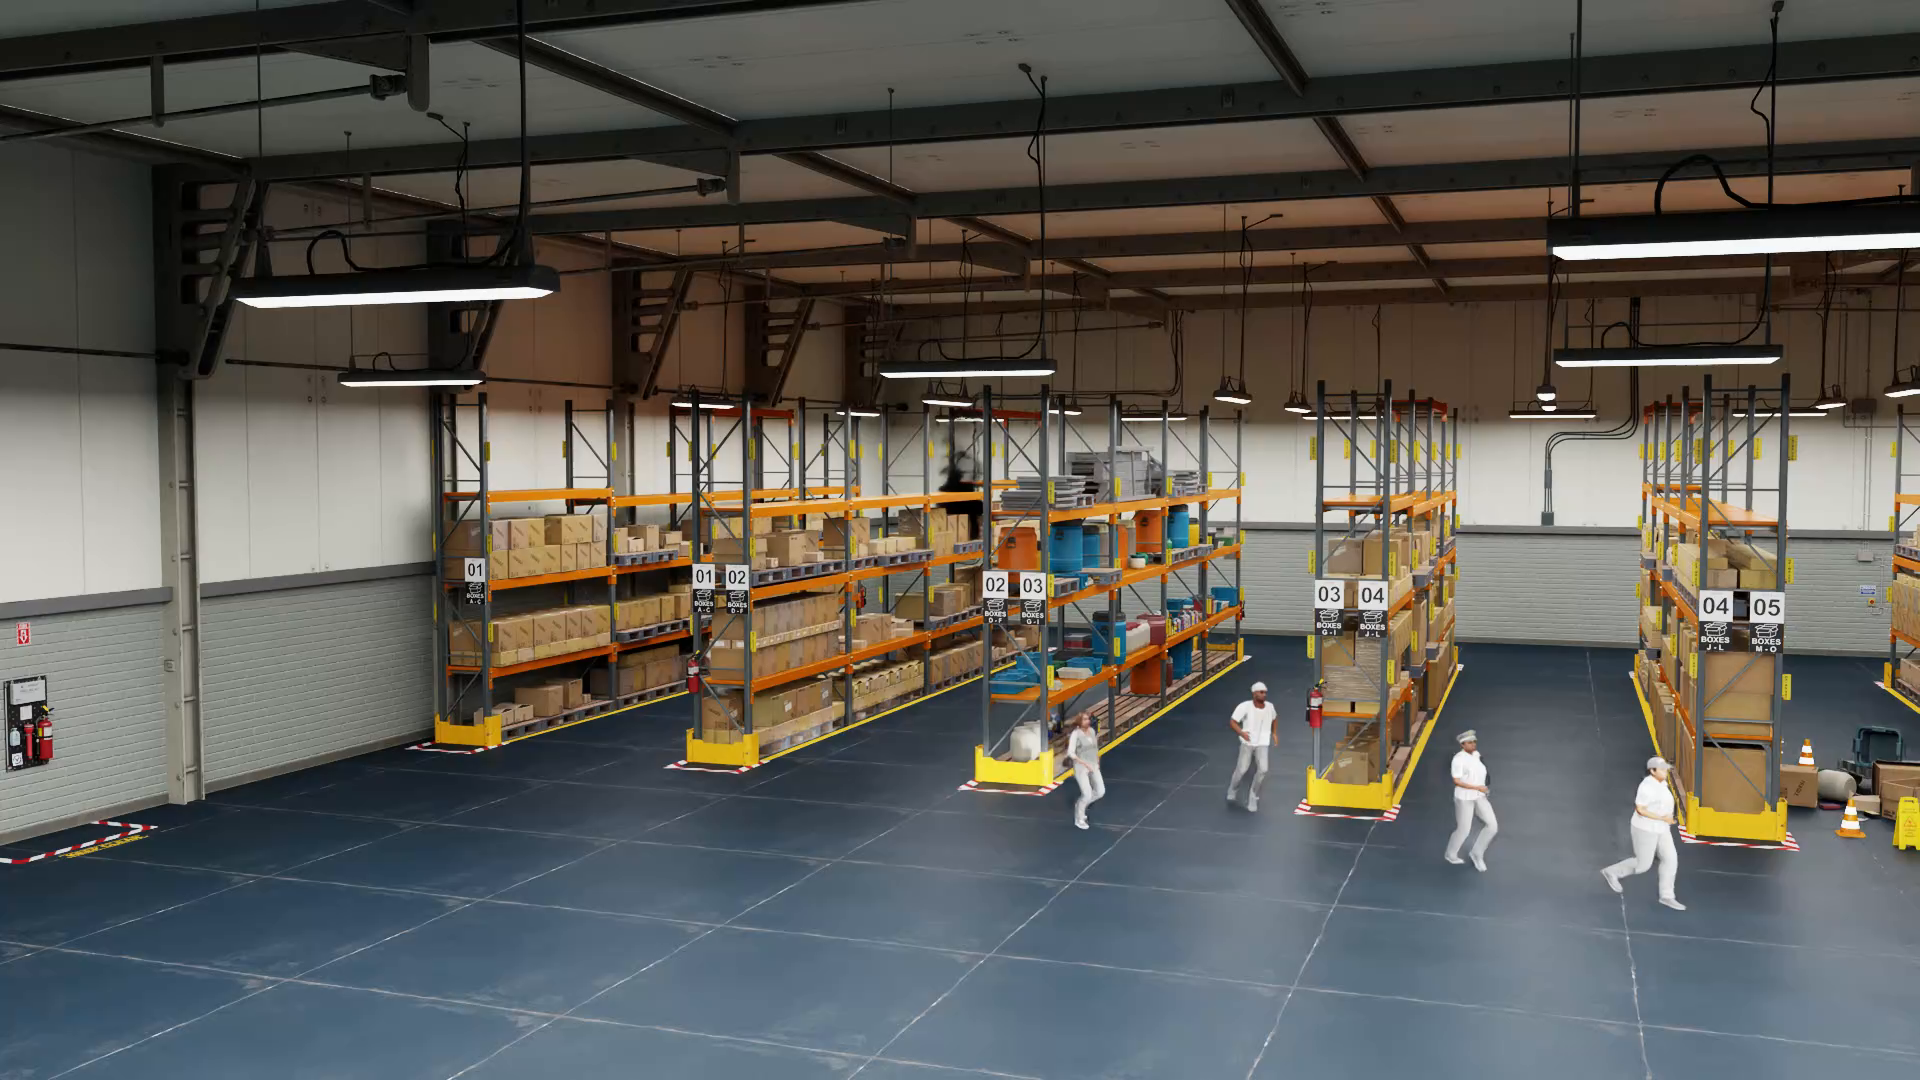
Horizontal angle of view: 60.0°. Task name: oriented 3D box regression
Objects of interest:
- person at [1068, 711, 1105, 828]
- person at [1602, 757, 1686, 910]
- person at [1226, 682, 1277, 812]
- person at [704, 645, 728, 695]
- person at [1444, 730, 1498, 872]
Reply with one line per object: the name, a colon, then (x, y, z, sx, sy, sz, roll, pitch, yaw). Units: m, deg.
person: (1.682, 3.052, 22.069, 0.536, 1.561, 0.478, -2, 4, -36)
person: (7.583, 3.204, 18.376, 0.592, 1.647, 0.886, -3, 4, -41)
person: (4.160, 2.893, 23.442, 0.761, 1.786, 0.690, 0, 3, -8)
person: (-4.434, 2.504, 30.810, 0.671, 1.809, 0.737, 1, 3, 17)
person: (6.133, 3.116, 19.936, 0.582, 1.707, 0.703, -2, 3, -27)
